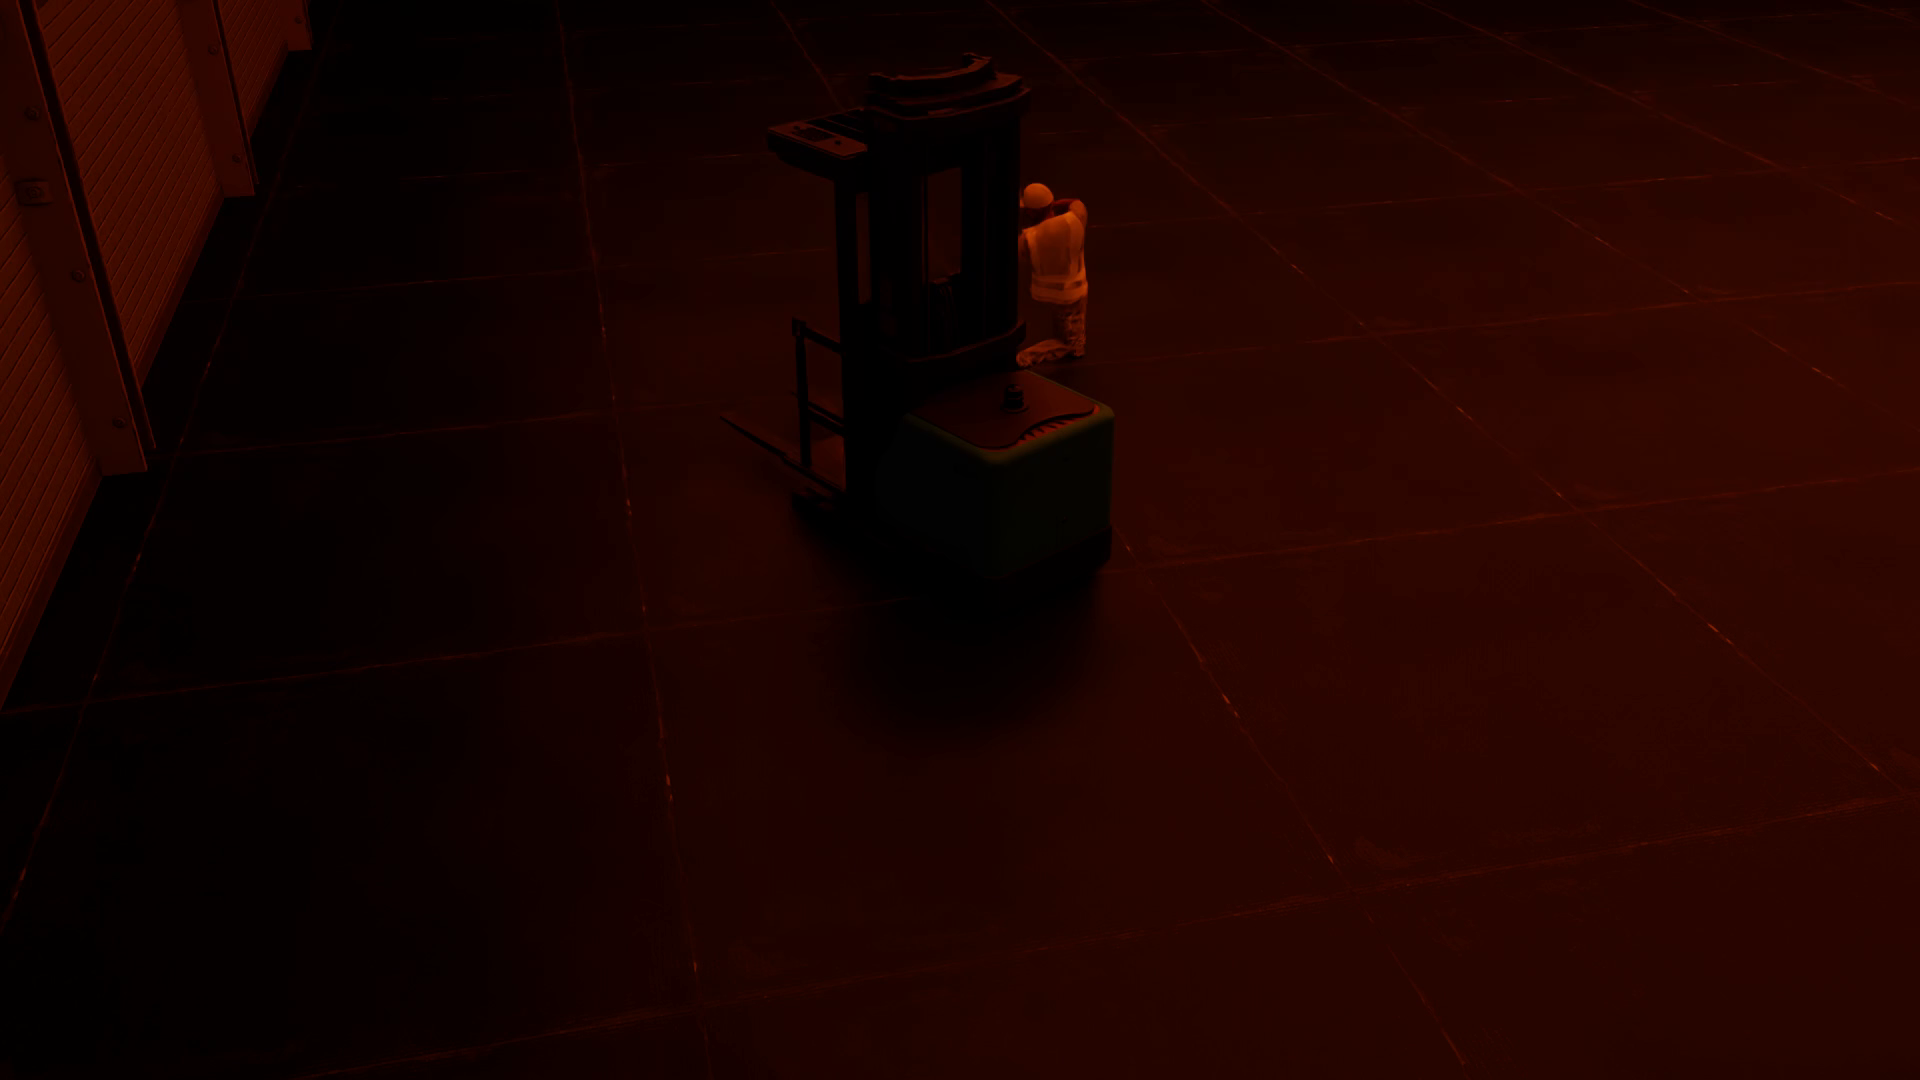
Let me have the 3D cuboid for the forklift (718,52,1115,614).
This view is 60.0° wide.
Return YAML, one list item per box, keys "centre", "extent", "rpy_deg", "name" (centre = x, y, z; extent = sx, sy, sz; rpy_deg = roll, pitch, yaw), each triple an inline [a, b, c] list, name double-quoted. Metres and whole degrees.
- centre: [-0.433, -1.498, 10.163]
  extent: [1.130, 2.935, 3.031]
  rpy_deg: [-24, 38, -35]
  name: "forklift"

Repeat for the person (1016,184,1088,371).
- centre: [0.544, -1.971, 12.424]
  extent: [0.857, 1.499, 0.996]
  rpy_deg: [15, 33, 25]
  name: "person"
